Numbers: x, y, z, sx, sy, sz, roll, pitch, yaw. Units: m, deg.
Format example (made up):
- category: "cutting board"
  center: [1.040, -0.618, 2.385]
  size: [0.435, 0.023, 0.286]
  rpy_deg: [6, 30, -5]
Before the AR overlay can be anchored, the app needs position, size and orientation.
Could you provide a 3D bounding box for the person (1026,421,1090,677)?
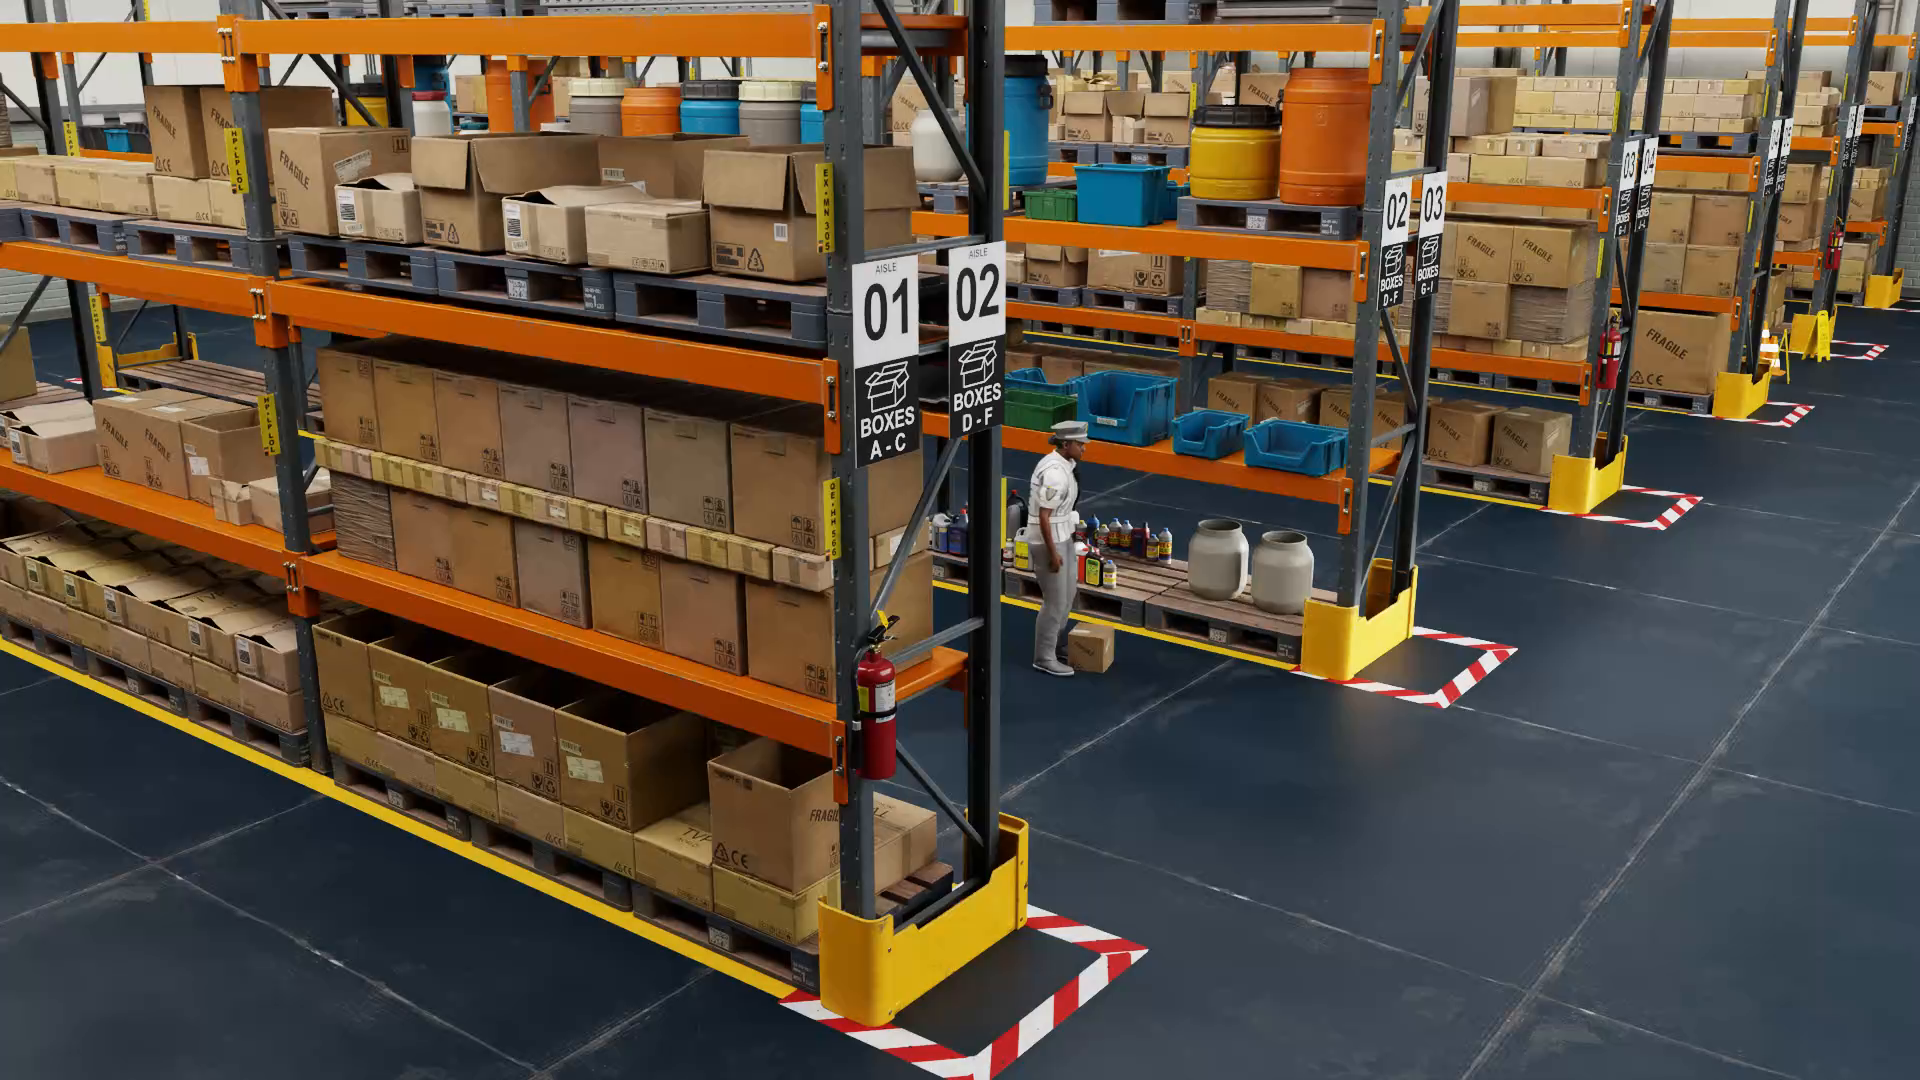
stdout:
- category: "person"
  center: [0.639, 0.031, 10.941]
  size: [0.392, 1.657, 0.509]
  rpy_deg: [5, 17, 15]
